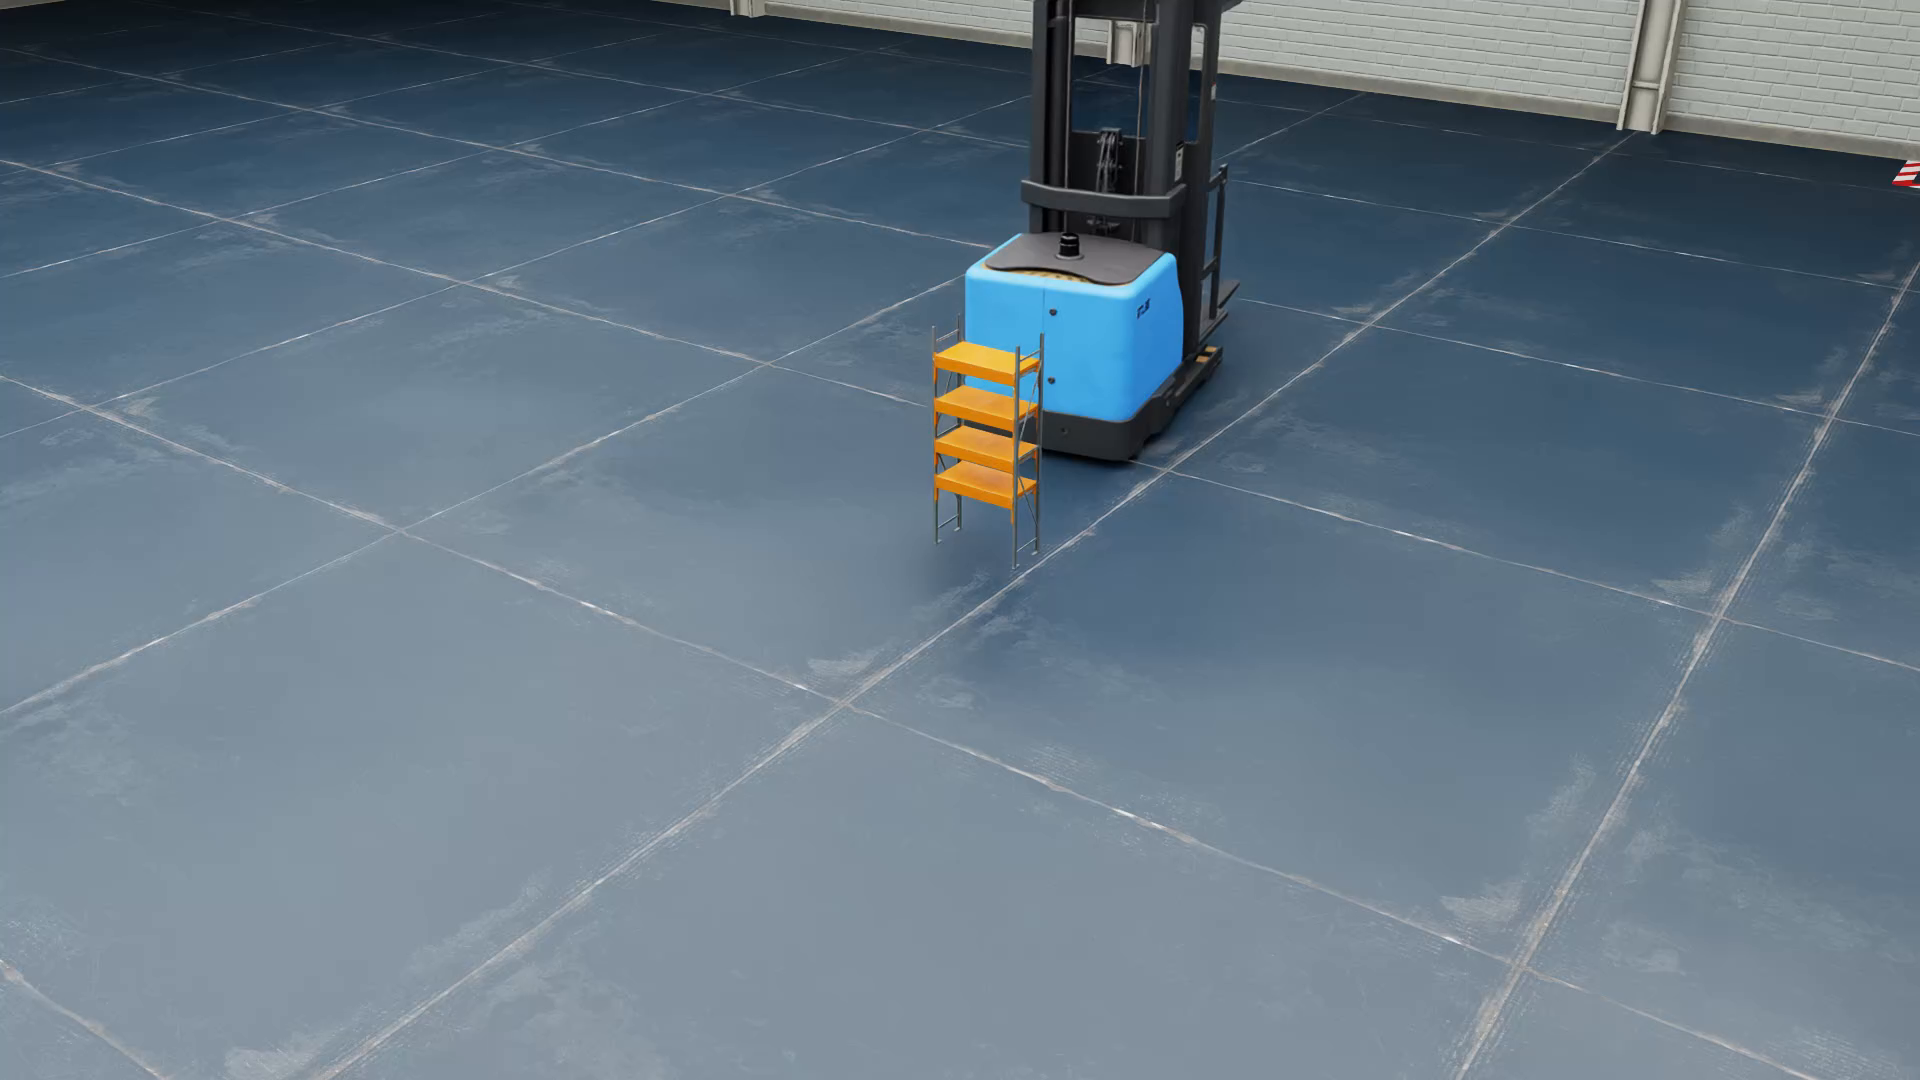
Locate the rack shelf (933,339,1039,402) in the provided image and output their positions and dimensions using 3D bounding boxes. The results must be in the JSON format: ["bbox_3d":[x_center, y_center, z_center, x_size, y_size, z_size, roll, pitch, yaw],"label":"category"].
[{"bbox_3d":[0.136,-0.842,8.216,0.480,0.148,0.258,17,32,30],"label":"rack shelf"}]

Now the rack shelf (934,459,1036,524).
[{"bbox_3d":[0.136,-0.255,8.515,0.480,0.148,0.258,17,32,30],"label":"rack shelf"}]

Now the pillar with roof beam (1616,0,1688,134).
[{"bbox_3d":[4.521,-6.607,11.811,0.400,9.000,9.100,17,32,30],"label":"pillar with roof beam"}]

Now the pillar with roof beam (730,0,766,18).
[{"bbox_3d":[-5.370,-9.688,17.866,0.400,9.000,9.100,17,32,30],"label":"pillar with roof beam"}]

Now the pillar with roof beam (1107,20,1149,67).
[{"bbox_3d":[-0.425,-8.148,14.839,0.400,9.000,9.100,17,32,30],"label":"pillar with roof beam"}]

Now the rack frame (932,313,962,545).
[{"bbox_3d":[-0.065,-0.555,8.517,0.015,1.200,0.240,17,32,30],"label":"rack frame"}]

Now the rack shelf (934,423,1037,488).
[{"bbox_3d":[0.136,-0.432,8.425,0.480,0.148,0.258,17,32,30],"label":"rack shelf"}]

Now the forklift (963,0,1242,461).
[{"bbox_3d":[1.079,-2.403,10.240,1.130,2.935,3.031,11,29,21],"label":"forklift"}]

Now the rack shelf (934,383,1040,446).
[{"bbox_3d":[0.136,-0.632,8.323,0.480,0.148,0.258,17,32,30],"label":"rack shelf"}]

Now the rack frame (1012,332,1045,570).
[{"bbox_3d":[0.338,-0.430,8.271,0.015,1.200,0.240,17,32,30],"label":"rack frame"}]

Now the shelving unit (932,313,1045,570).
[{"bbox_3d":[0.136,-0.492,8.394,0.503,1.200,0.258,17,32,30],"label":"shelving unit"}]
